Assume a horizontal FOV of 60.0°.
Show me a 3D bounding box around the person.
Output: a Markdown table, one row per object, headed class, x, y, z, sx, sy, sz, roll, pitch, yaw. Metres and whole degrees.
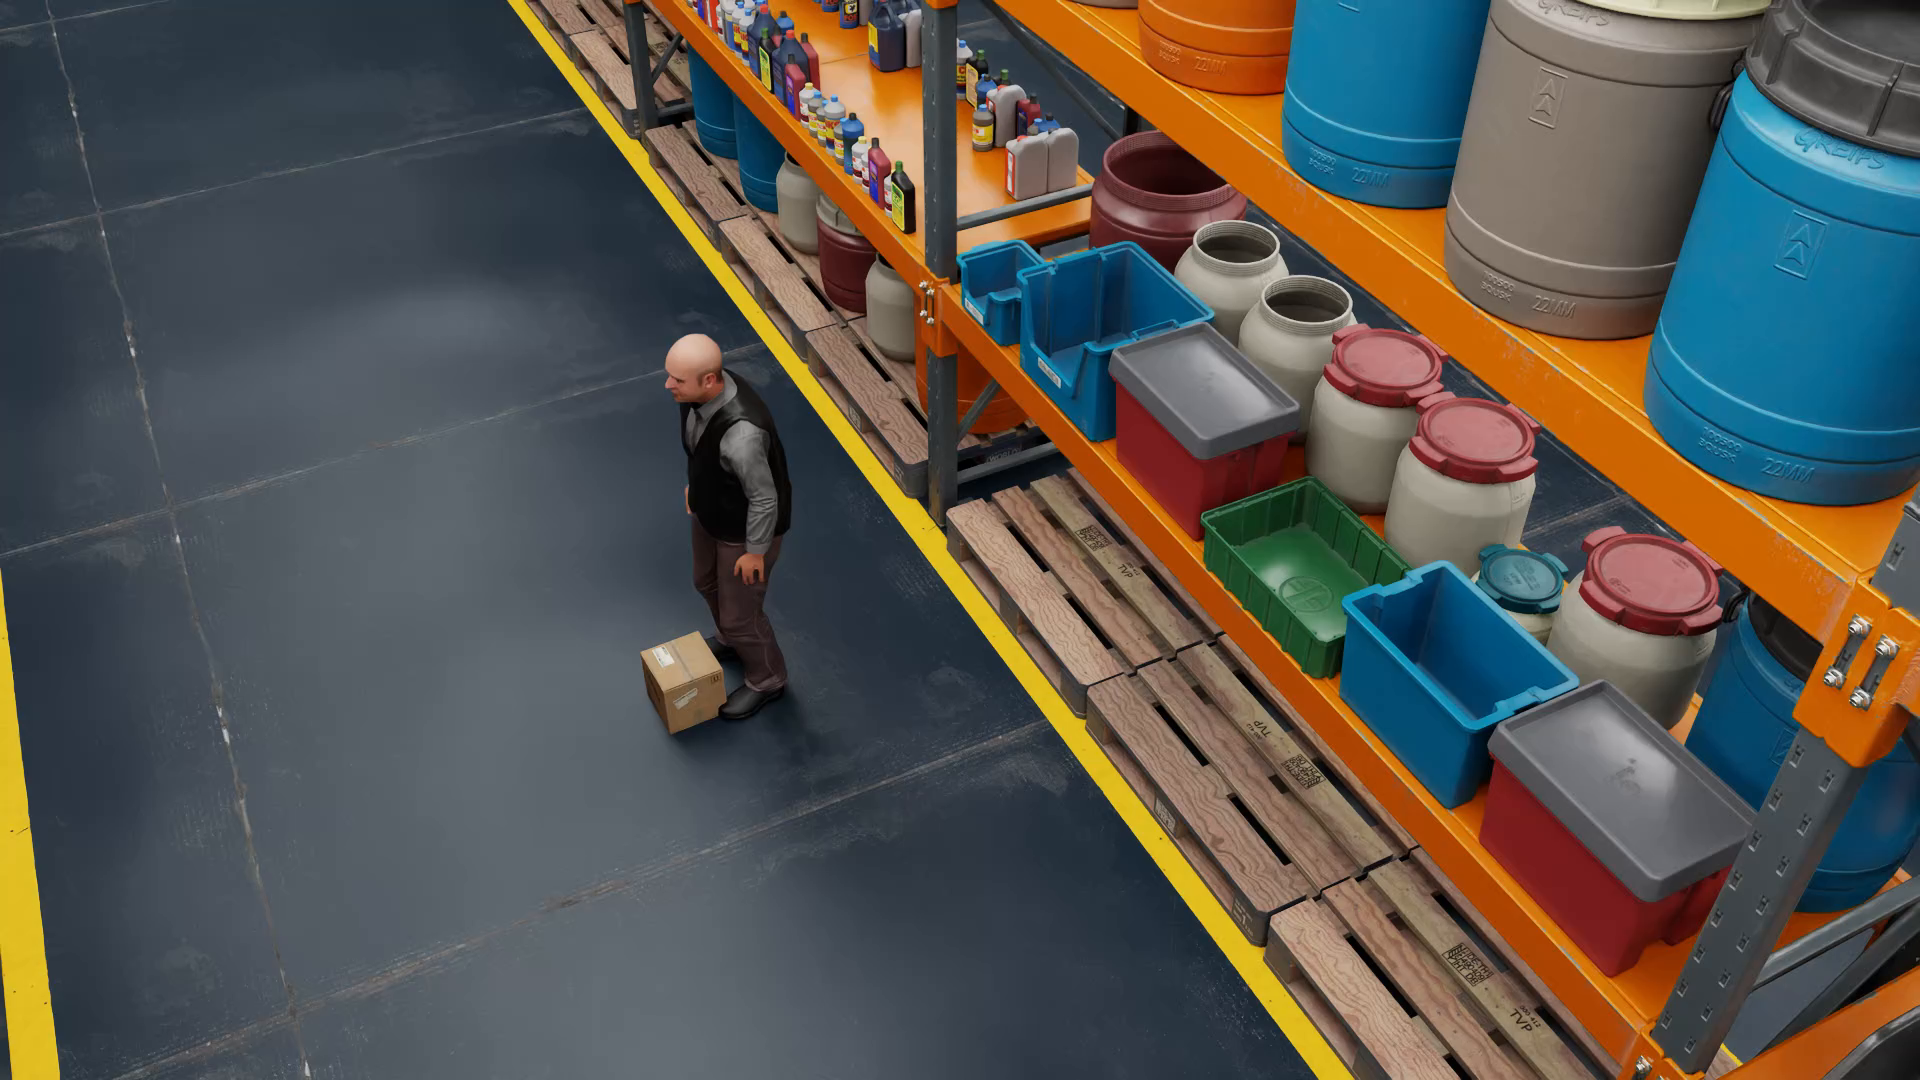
| class | x | y | z | sx | sy | sz | roll | pitch | yaw |
| --- | --- | --- | --- | --- | --- | --- | --- | --- | --- |
| person | -0.851 | -0.077 | 6.266 | 0.420 | 1.719 | 0.579 | -21 | 45 | -22 |
